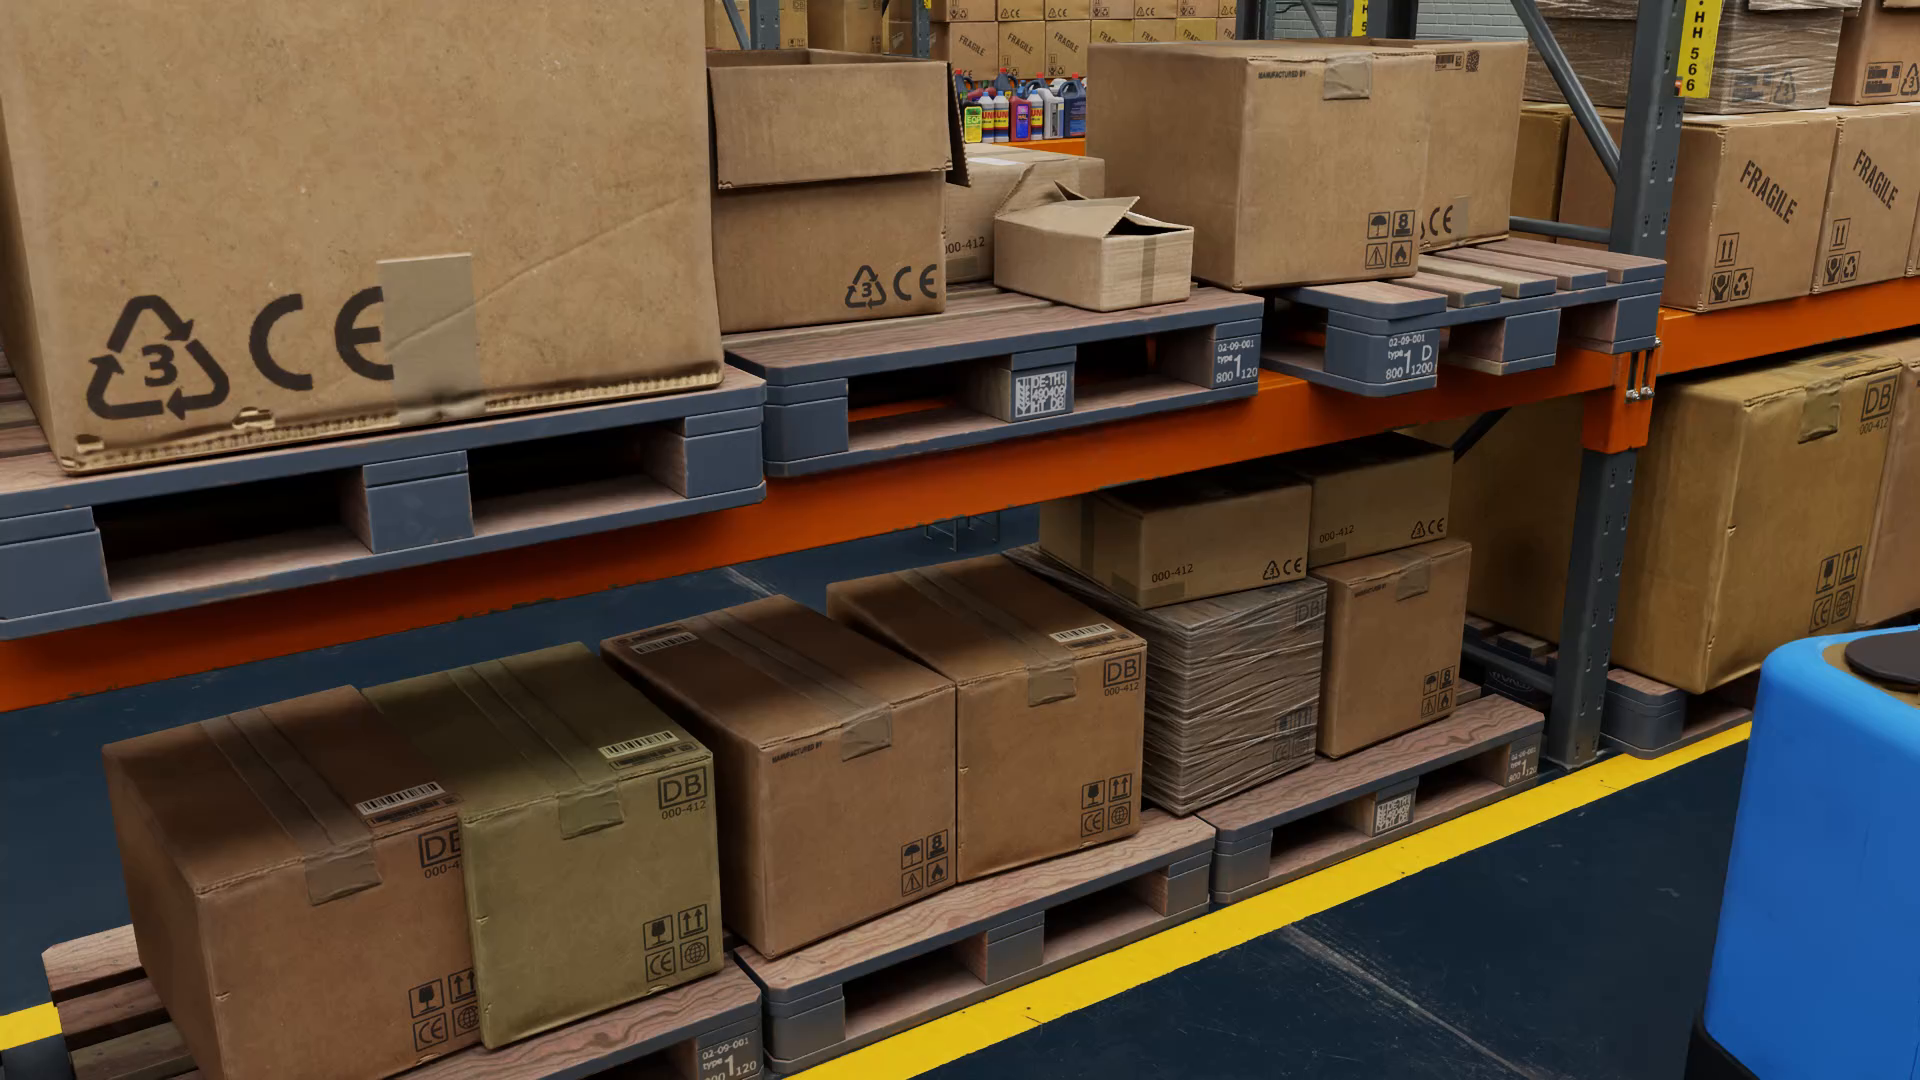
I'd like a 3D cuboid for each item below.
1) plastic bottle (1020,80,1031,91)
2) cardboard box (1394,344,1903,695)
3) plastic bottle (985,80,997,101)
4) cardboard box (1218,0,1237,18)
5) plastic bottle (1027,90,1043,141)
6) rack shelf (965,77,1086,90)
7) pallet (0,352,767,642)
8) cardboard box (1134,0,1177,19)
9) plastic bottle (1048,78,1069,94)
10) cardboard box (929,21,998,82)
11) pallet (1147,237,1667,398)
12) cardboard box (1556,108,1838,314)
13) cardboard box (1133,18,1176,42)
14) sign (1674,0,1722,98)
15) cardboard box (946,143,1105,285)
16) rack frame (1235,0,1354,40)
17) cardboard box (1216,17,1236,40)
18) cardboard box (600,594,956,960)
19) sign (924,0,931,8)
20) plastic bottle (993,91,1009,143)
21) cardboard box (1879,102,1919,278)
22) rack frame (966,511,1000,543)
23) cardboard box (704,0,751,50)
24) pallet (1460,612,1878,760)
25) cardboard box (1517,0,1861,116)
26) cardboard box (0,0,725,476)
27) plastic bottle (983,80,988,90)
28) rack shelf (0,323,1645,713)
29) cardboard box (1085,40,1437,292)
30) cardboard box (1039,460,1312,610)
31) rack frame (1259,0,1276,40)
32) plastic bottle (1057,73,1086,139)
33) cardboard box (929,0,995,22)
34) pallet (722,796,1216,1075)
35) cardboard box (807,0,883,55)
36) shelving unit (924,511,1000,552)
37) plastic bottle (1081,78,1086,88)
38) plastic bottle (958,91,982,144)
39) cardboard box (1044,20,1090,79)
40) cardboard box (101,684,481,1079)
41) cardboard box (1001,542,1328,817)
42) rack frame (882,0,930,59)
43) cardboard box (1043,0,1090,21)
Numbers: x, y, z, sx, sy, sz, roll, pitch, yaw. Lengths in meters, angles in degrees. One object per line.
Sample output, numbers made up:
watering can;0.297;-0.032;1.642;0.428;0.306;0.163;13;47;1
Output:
plastic bottle;0.382;-2.651;10.102;0.097;0.271;0.097;0;19;0
cardboard box;2.110;-0.204;5.328;0.875;0.875;1.225;-13;23;-34
plastic bottle;0.155;-2.592;9.910;0.133;0.283;0.061;-12;22;-31
cardboard box;2.538;-5.325;16.094;0.500;0.500;0.500;-12;22;-32
plastic bottle;0.413;-2.366;9.261;0.097;0.271;0.097;0;19;0
rack shelf;1.088;-4.262;15.793;4.000;0.370;1.077;-12;22;-31
pallet;-1.101;-0.196;2.941;1.213;0.211;1.003;-12;22;-31
cardboard box;1.686;-5.143;15.556;0.500;0.500;0.500;-11;22;-30
plastic bottle;0.575;-2.683;10.191;0.135;0.276;0.152;-12;22;-31
cardboard box;-0.007;-4.315;14.669;0.500;0.500;0.500;-11;22;-30
pallet;0.985;-0.651;4.287;1.003;0.211;1.213;-12;22;-31
cardboard box;2.077;-0.956;4.734;0.500;0.500;0.500;-11;22;-30
cardboard box;1.683;-4.672;15.726;0.500;0.500;0.500;-12;22;-31
sign;1.828;-1.264;4.114;0.005;0.325;0.100;-12;22;-31
cardboard box;-0.004;-0.790;3.977;0.500;0.250;0.500;-13;22;-33
rack frame;2.139;-2.925;10.714;0.127;3.000;1.000;-12;22;-31
cardboard box;2.534;-4.851;16.255;0.500;0.500;0.500;-11;22;-30
cardboard box;-0.418;0.504;3.786;0.500;0.500;0.700;-14;23;-36
sign;-0.274;-4.652;14.013;0.005;0.325;0.100;-12;22;-31
plastic bottle;0.221;-2.326;9.141;0.097;0.271;0.097;0;19;0
cardboard box;2.933;-1.139;5.274;0.500;0.500;0.500;-12;22;-32
rack frame;0.092;-0.446;6.658;0.006;0.900;0.240;-12;22;-31
cardboard box;-2.024;-4.170;13.583;0.700;0.500;0.500;16;24;39
pallet;2.222;0.306;5.509;1.213;0.211;1.003;-12;22;-31
cardboard box;2.141;-1.543;4.903;0.637;0.503;0.797;-11;22;-30
cardboard box;-1.078;-0.777;2.767;1.000;1.000;1.000;-12;22;-31
plastic bottle;0.121;-2.608;9.959;0.133;0.283;0.061;-12;22;-31
rack shelf;-0.148;-0.203;3.785;4.000;0.370;1.077;-12;22;-31
cardboard box;0.682;-0.911;3.945;0.500;0.500;0.700;-8;20;-23
cardboard box;0.541;-0.053;4.264;0.500;0.250;0.500;-9;21;-25
rack frame;2.758;-4.956;16.719;0.127;3.000;1.000;-12;22;-31
plastic bottle;0.631;-2.459;9.411;0.185;0.351;0.144;-12;22;-31
cardboard box;-0.034;-4.780;14.482;0.500;0.500;0.500;-11;22;-30
pallet;-0.150;0.776;4.120;1.213;0.211;1.003;-12;22;-31
cardboard box;-1.101;-4.474;14.482;0.700;0.500;0.500;14;23;35
shelving unit;0.007;-0.428;6.605;0.210;0.900;0.258;-12;22;-31
plastic bottle;0.769;-2.724;10.312;0.135;0.276;0.152;-12;22;-31
plastic bottle;0.053;-2.289;9.014;0.133;0.283;0.061;-12;22;-31
cardboard box;0.838;-4.494;15.197;0.500;0.500;0.500;-12;22;-32
cardboard box;-1.294;0.682;3.260;0.500;0.500;0.700;-14;23;-36
cardboard box;0.517;0.304;4.377;0.500;0.500;0.700;-14;23;-36
rack frame;-0.583;-4.251;14.635;0.127;3.000;1.000;-12;22;-31
cardboard box;0.826;-4.961;15.019;0.500;0.500;0.500;-13;22;-33
